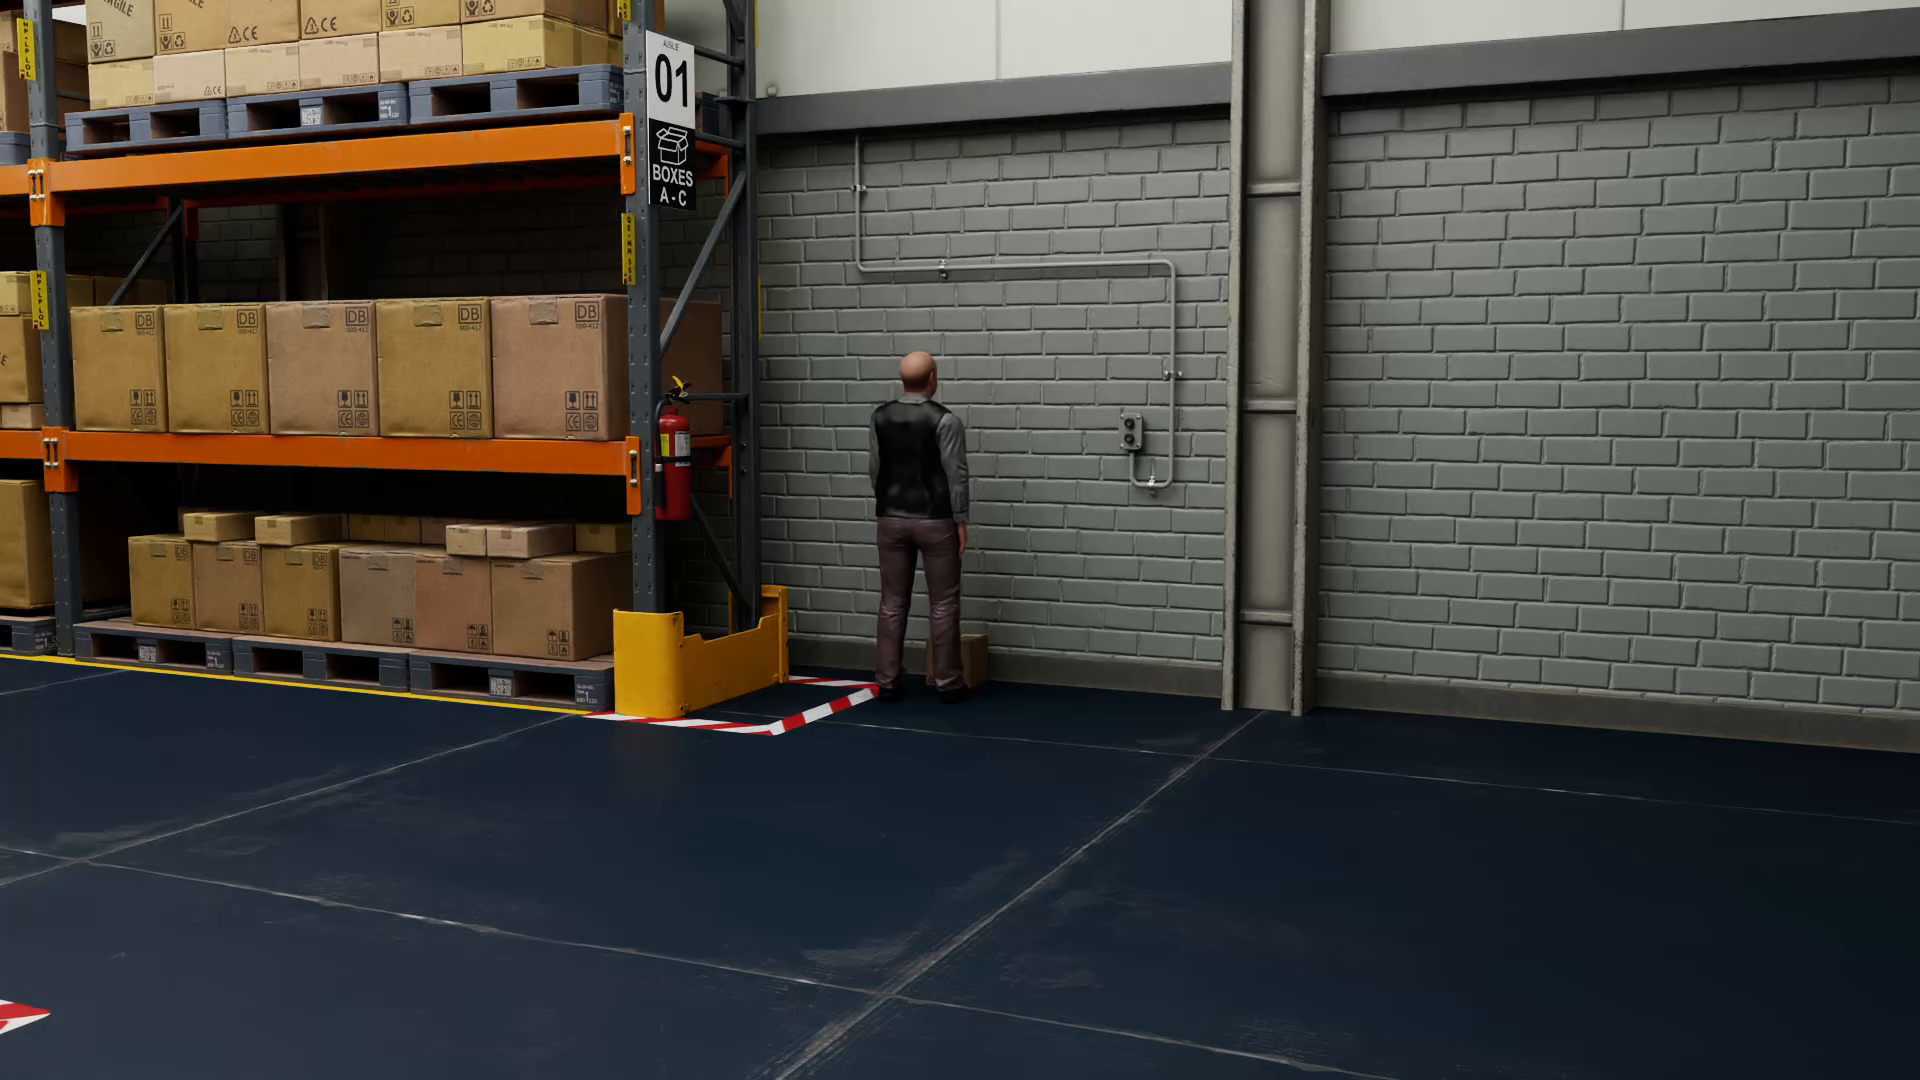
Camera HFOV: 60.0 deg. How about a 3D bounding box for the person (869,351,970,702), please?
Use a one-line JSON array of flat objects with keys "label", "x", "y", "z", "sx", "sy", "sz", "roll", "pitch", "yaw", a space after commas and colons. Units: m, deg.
[{"label": "person", "x": -0.183, "y": -0.067, "z": 8.266, "sx": 0.537, "sy": 1.729, "sz": 0.394, "roll": 2, "pitch": 6, "yaw": 22}]
